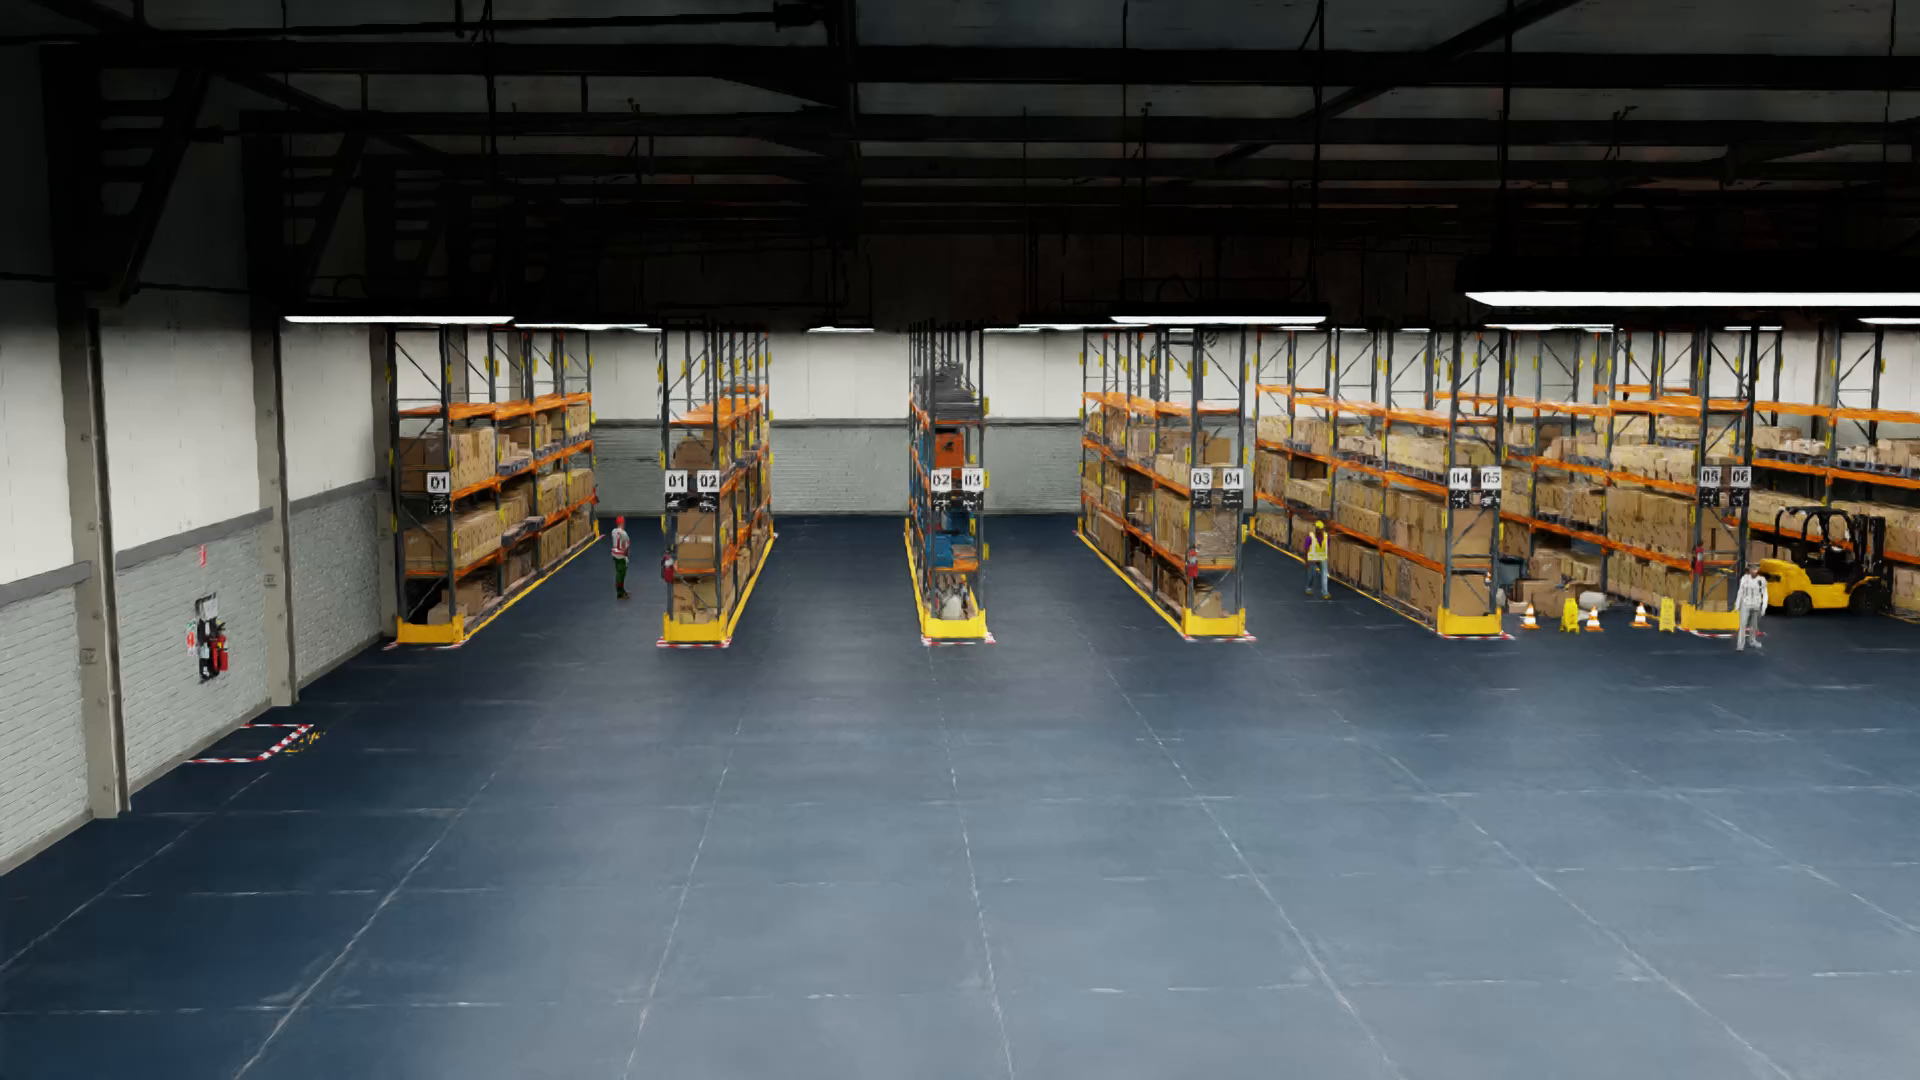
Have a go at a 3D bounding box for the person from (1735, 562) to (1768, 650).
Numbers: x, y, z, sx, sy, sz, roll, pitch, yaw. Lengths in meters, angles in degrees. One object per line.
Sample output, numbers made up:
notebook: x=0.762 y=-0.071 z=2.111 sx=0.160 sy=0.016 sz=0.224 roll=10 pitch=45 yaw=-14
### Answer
person: x=14.418 y=1.180 z=30.282 sx=0.525 sy=1.622 sz=0.931 roll=3 pitch=8 yaw=21

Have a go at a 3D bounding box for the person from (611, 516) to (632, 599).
person: x=-7.318 y=0.361 z=36.119 sx=0.442 sy=1.792 sz=0.598 roll=-5 pitch=8 yaw=-33

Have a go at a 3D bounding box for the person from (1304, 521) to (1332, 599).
person: x=7.770 y=0.414 z=36.145 sx=0.577 sy=1.691 sz=1.114 roll=0 pitch=7 yaw=-1

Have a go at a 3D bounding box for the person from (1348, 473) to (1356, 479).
person: x=11.481 y=-1.141 z=48.847 sx=0.456 sy=1.676 sz=0.576 roll=3 pitch=8 yaw=21
